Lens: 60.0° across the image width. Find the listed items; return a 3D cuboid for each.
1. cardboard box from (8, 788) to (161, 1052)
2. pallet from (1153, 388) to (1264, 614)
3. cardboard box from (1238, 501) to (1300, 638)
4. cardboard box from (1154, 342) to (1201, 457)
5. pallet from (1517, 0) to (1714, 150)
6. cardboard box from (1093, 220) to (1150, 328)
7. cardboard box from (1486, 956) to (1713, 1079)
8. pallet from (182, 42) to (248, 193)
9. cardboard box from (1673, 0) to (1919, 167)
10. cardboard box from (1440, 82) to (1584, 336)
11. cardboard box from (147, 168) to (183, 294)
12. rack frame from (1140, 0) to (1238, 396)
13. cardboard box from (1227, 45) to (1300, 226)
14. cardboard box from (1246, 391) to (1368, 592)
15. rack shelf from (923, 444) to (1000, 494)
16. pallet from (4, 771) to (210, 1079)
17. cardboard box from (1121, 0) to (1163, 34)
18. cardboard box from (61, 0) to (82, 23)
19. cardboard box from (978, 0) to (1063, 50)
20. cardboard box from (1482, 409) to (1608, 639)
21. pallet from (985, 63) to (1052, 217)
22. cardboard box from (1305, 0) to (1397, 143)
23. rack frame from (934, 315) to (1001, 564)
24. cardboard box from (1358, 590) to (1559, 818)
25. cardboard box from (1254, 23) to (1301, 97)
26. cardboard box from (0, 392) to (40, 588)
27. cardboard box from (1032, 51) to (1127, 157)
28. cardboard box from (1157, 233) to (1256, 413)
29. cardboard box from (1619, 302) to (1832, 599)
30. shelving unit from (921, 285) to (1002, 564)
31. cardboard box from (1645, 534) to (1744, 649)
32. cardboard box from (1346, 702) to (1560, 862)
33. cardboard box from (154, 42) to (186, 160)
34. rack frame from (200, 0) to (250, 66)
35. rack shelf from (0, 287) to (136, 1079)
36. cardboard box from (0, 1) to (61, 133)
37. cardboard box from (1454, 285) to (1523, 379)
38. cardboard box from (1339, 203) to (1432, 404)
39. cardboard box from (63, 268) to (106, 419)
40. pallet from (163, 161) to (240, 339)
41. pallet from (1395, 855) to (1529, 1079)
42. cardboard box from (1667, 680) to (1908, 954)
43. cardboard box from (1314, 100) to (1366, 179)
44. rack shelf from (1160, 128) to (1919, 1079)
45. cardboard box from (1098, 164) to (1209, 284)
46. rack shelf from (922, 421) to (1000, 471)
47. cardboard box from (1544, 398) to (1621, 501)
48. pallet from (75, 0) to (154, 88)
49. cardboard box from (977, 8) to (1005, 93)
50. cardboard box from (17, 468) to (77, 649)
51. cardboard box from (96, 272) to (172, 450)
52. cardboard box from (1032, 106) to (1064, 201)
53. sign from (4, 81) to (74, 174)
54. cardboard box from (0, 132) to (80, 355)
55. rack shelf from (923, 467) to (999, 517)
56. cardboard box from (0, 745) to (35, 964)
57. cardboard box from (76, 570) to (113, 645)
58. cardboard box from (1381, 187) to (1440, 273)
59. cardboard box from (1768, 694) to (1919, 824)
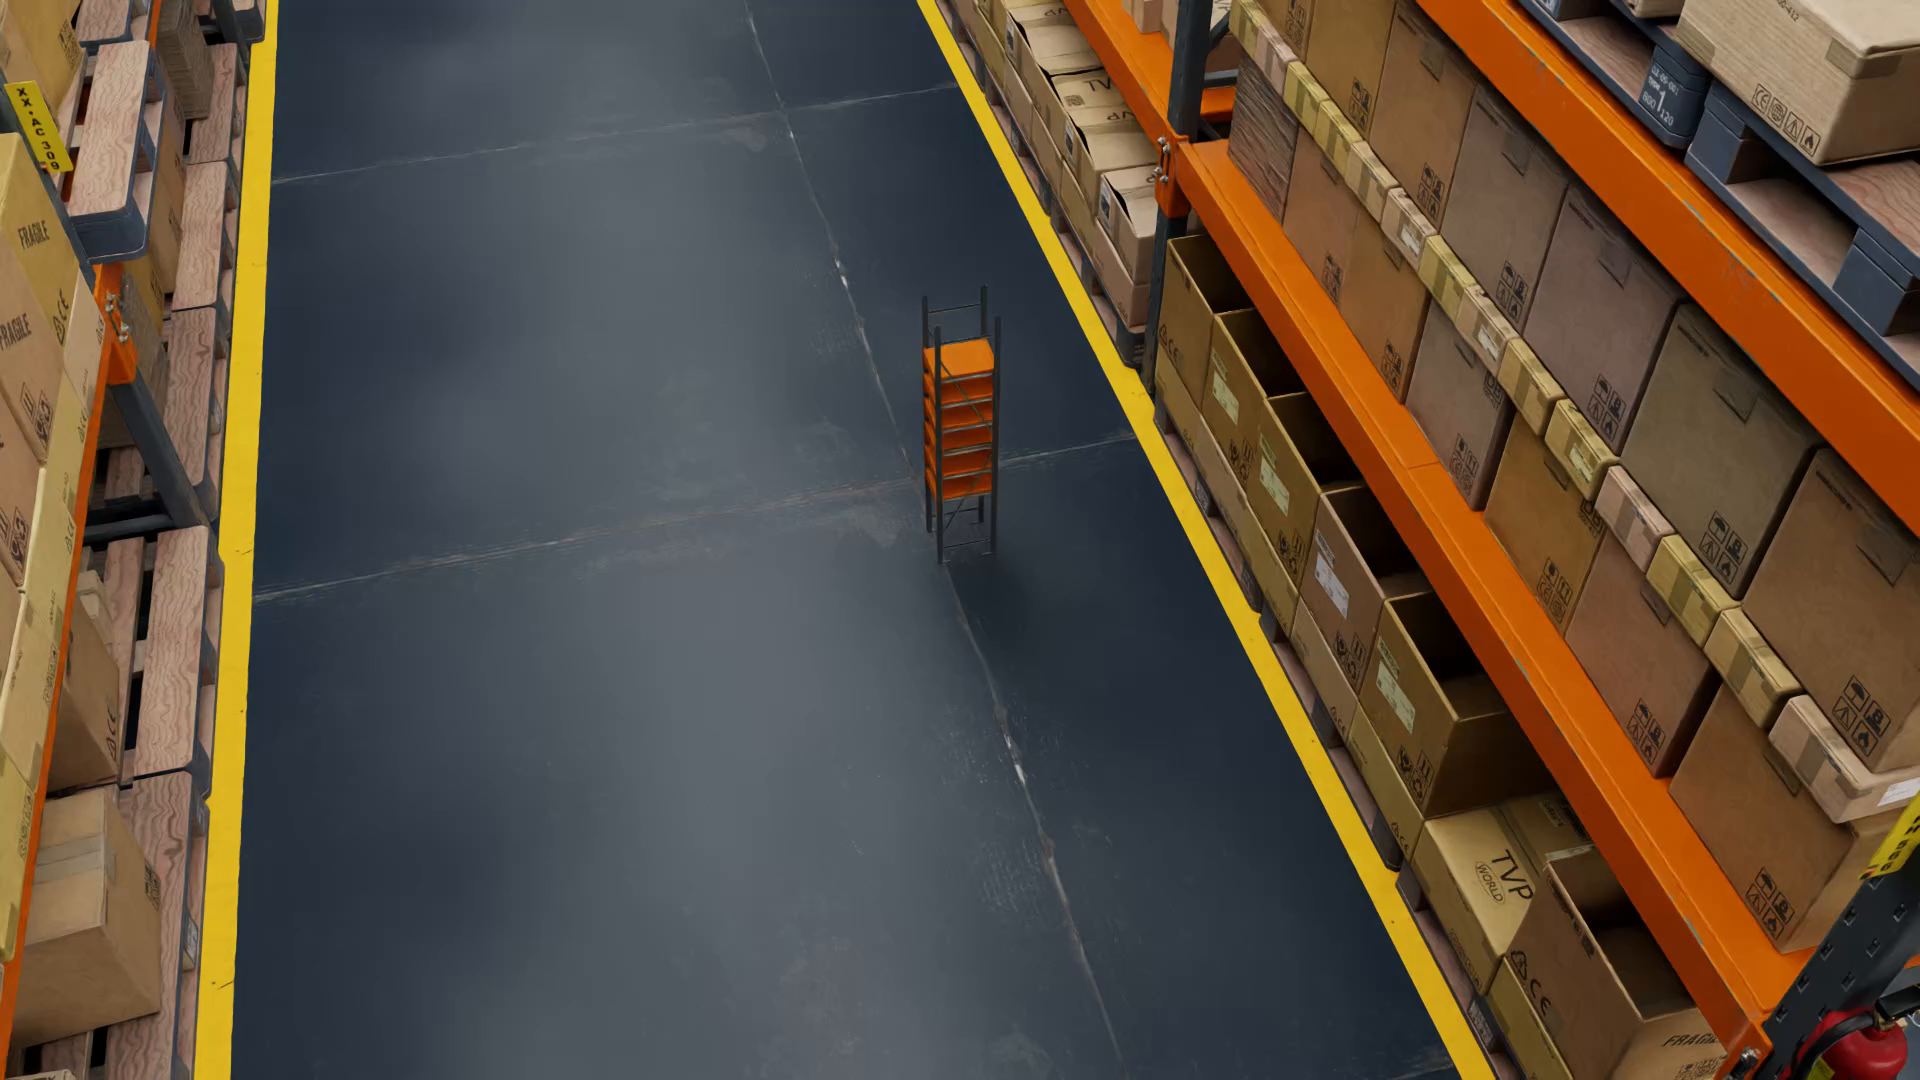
[{"bbox_3d":[-2.832,1.165,4.950,0.700,0.500,0.500,-13,47,-13],"label":"cardboard box"},{"bbox_3d":[1.470,-0.289,6.886,1.003,0.211,1.213,-11,47,-10],"label":"pallet"},{"bbox_3d":[1.379,0.061,6.221,0.500,0.250,0.500,-11,47,-10],"label":"cardboard box"},{"bbox_3d":[1.133,-0.631,6.899,0.500,0.250,0.500,-11,47,-10],"label":"cardboard box"},{"bbox_3d":[1.859,-1.416,3.999,1.003,0.211,1.213,-11,47,-10],"label":"pallet"},{"bbox_3d":[0.921,-1.240,7.496,0.500,0.250,0.500,-11,47,-11],"label":"cardboard box"},{"bbox_3d":[1.908,1.439,4.871,0.500,0.250,0.500,-11,47,-10],"label":"cardboard box"},{"bbox_3d":[-4.306,-2.160,8.719,1.003,0.211,1.213,-11,47,-10],"label":"pallet"},{"bbox_3d":[1.782,-1.001,3.243,0.500,0.250,0.500,-11,47,-10],"label":"cardboard box"},{"bbox_3d":[1.812,-0.967,4.619,0.700,0.500,0.500,-11,47,-10],"label":"cardboard box"},{"bbox_3d":[-3.957,-1.405,7.469,0.700,0.500,0.500,-10,46,-10],"label":"cardboard box"},{"bbox_3d":[1.307,-1.822,6.435,1.000,3.000,0.127,-11,47,-10],"label":"rack frame"},{"bbox_3d":[1.427,-1.552,6.101,0.700,0.500,0.500,-12,47,-11],"label":"cardboard box"},{"bbox_3d":[1.379,-0.201,5.953,0.500,0.500,0.500,-11,47,-10],"label":"cardboard box"},{"bbox_3d":[0.004,-0.295,6.429,0.258,0.103,0.180,-11,47,-10],"label":"rack shelf"},{"bbox_3d":[-2.958,1.363,5.266,1.003,0.211,1.213,-11,47,-10],"label":"pallet"},{"bbox_3d":[0.905,-2.349,7.045,0.396,0.266,0.258,-12,47,-11],"label":"cardboard box"},{"bbox_3d":[-3.913,-2.296,6.522,0.700,0.500,0.500,-5,46,-5],"label":"cardboard box"},{"bbox_3d":[0.404,-2.836,8.667,0.500,0.311,0.500,-12,47,-11],"label":"cardboard box"},{"bbox_3d":[1.963,-0.126,4.703,0.700,0.500,0.500,-10,46,-10],"label":"cardboard box"},{"bbox_3d":[0.765,-2.192,8.750,1.003,0.211,1.213,-11,47,-10],"label":"pallet"},{"bbox_3d":[1.558,-1.657,5.296,0.700,0.500,0.500,-11,47,-10],"label":"cardboard box"},{"bbox_3d":[0.027,-0.347,6.250,0.240,1.200,0.006,-11,47,-10],"label":"rack frame"},{"bbox_3d":[1.636,0.489,5.277,0.500,0.500,0.500,-11,47,-10],"label":"cardboard box"},{"bbox_3d":[1.253,-1.690,5.782,0.380,0.149,0.250,-10,46,-10],"label":"cardboard box"},{"bbox_3d":[-2.809,-0.168,4.380,0.500,0.500,0.500,-12,47,-11],"label":"cardboard box"},{"bbox_3d":[0.662,-2.133,7.979,0.500,0.311,0.500,-11,47,-10],"label":"cardboard box"},{"bbox_3d":[1.123,-0.892,6.630,0.500,0.500,0.500,-11,47,-10],"label":"cardboard box"},{"bbox_3d":[2.071,-0.273,3.939,0.700,0.500,0.500,-12,47,-11],"label":"cardboard box"},{"bbox_3d":[0.004,-0.410,6.312,0.258,1.200,0.189,-11,47,-10],"label":"shelving unit"},{"bbox_3d":[1.915,0.092,4.036,0.380,0.149,0.250,-11,47,-11],"label":"cardboard box"},{"bbox_3d":[1.639,0.751,5.545,0.500,0.250,0.500,-11,47,-10],"label":"cardboard box"},{"bbox_3d":[-4.250,-2.090,8.140,0.700,0.500,0.500,-11,47,-10],"label":"cardboard box"},{"bbox_3d":[-4.504,-3.675,8.252,1.000,3.000,0.127,-11,47,-10],"label":"rack frame"},{"bbox_3d":[-2.968,0.719,4.449,1.077,0.370,4.000,-11,47,-10],"label":"rack shelf"},{"bbox_3d":[-3.578,-1.460,5.703,0.700,0.500,0.500,-11,47,-10],"label":"cardboard box"},{"bbox_3d":[1.650,-0.622,4.735,0.380,0.149,0.250,-11,47,-11],"label":"cardboard box"},{"bbox_3d":[1.693,-0.842,5.405,0.700,0.500,0.500,-10,46,-10],"label":"cardboard box"},{"bbox_3d":[-3.066,-0.597,5.326,0.500,0.250,0.500,-11,47,-10],"label":"cardboard box"},{"bbox_3d":[-3.997,-1.319,7.895,1.003,0.211,1.213,-11,47,-10],"label":"pallet"},{"bbox_3d":[2.095,1.395,5.235,1.003,0.211,1.213,-11,47,-10],"label":"pallet"},{"bbox_3d":[2.224,0.580,4.011,0.700,0.500,0.500,-11,47,-10],"label":"cardboard box"},{"bbox_3d":[1.389,-1.331,5.430,0.380,0.149,0.250,-11,47,-11],"label":"cardboard box"},{"bbox_3d":[1.819,-0.189,5.339,1.077,0.370,4.000,-11,47,-10],"label":"rack shelf"},{"bbox_3d":[0.926,-1.430,7.290,0.500,0.311,0.500,-11,47,-10],"label":"cardboard box"},{"bbox_3d":[0.004,-0.379,6.343,0.258,0.103,0.180,-11,47,-10],"label":"rack shelf"},{"bbox_3d":[1.785,-0.264,4.384,0.380,0.149,0.250,-9,46,-9],"label":"cardboard box"},{"bbox_3d":[-3.958,-2.249,6.988,1.003,0.211,1.213,-11,47,-10],"label":"pallet"},{"bbox_3d":[0.402,-2.648,8.876,0.500,0.250,0.500,-12,47,-11],"label":"cardboard box"},{"bbox_3d":[-2.803,0.093,4.649,0.500,0.250,0.500,-11,47,-11],"label":"cardboard box"},{"bbox_3d":[-3.685,-0.698,6.776,0.700,0.500,0.500,-9,46,-9],"label":"cardboard box"},{"bbox_3d":[0.662,-1.943,8.185,0.500,0.250,0.500,-10,46,-9],"label":"cardboard box"},{"bbox_3d":[-2.958,-1.321,5.339,0.100,0.325,0.005,-11,47,-10],"label":"sign"},{"bbox_3d":[-3.060,-0.861,5.059,0.500,0.500,0.500,-11,47,-10],"label":"cardboard box"},{"bbox_3d":[0.004,-0.211,6.515,0.258,0.103,0.180,-11,47,-10],"label":"rack shelf"},{"bbox_3d":[-2.546,0.790,3.967,0.500,0.250,0.500,-11,47,-11],"label":"cardboard box"},{"bbox_3d":[-3.314,0.288,6.043,0.380,0.166,0.250,-16,48,-15],"label":"cardboard box"},{"bbox_3d":[1.523,-0.974,5.080,0.380,0.149,0.250,-12,47,-11],"label":"cardboard box"},{"bbox_3d":[2.049,0.449,3.686,0.380,0.149,0.250,-11,47,-11],"label":"cardboard box"}]
